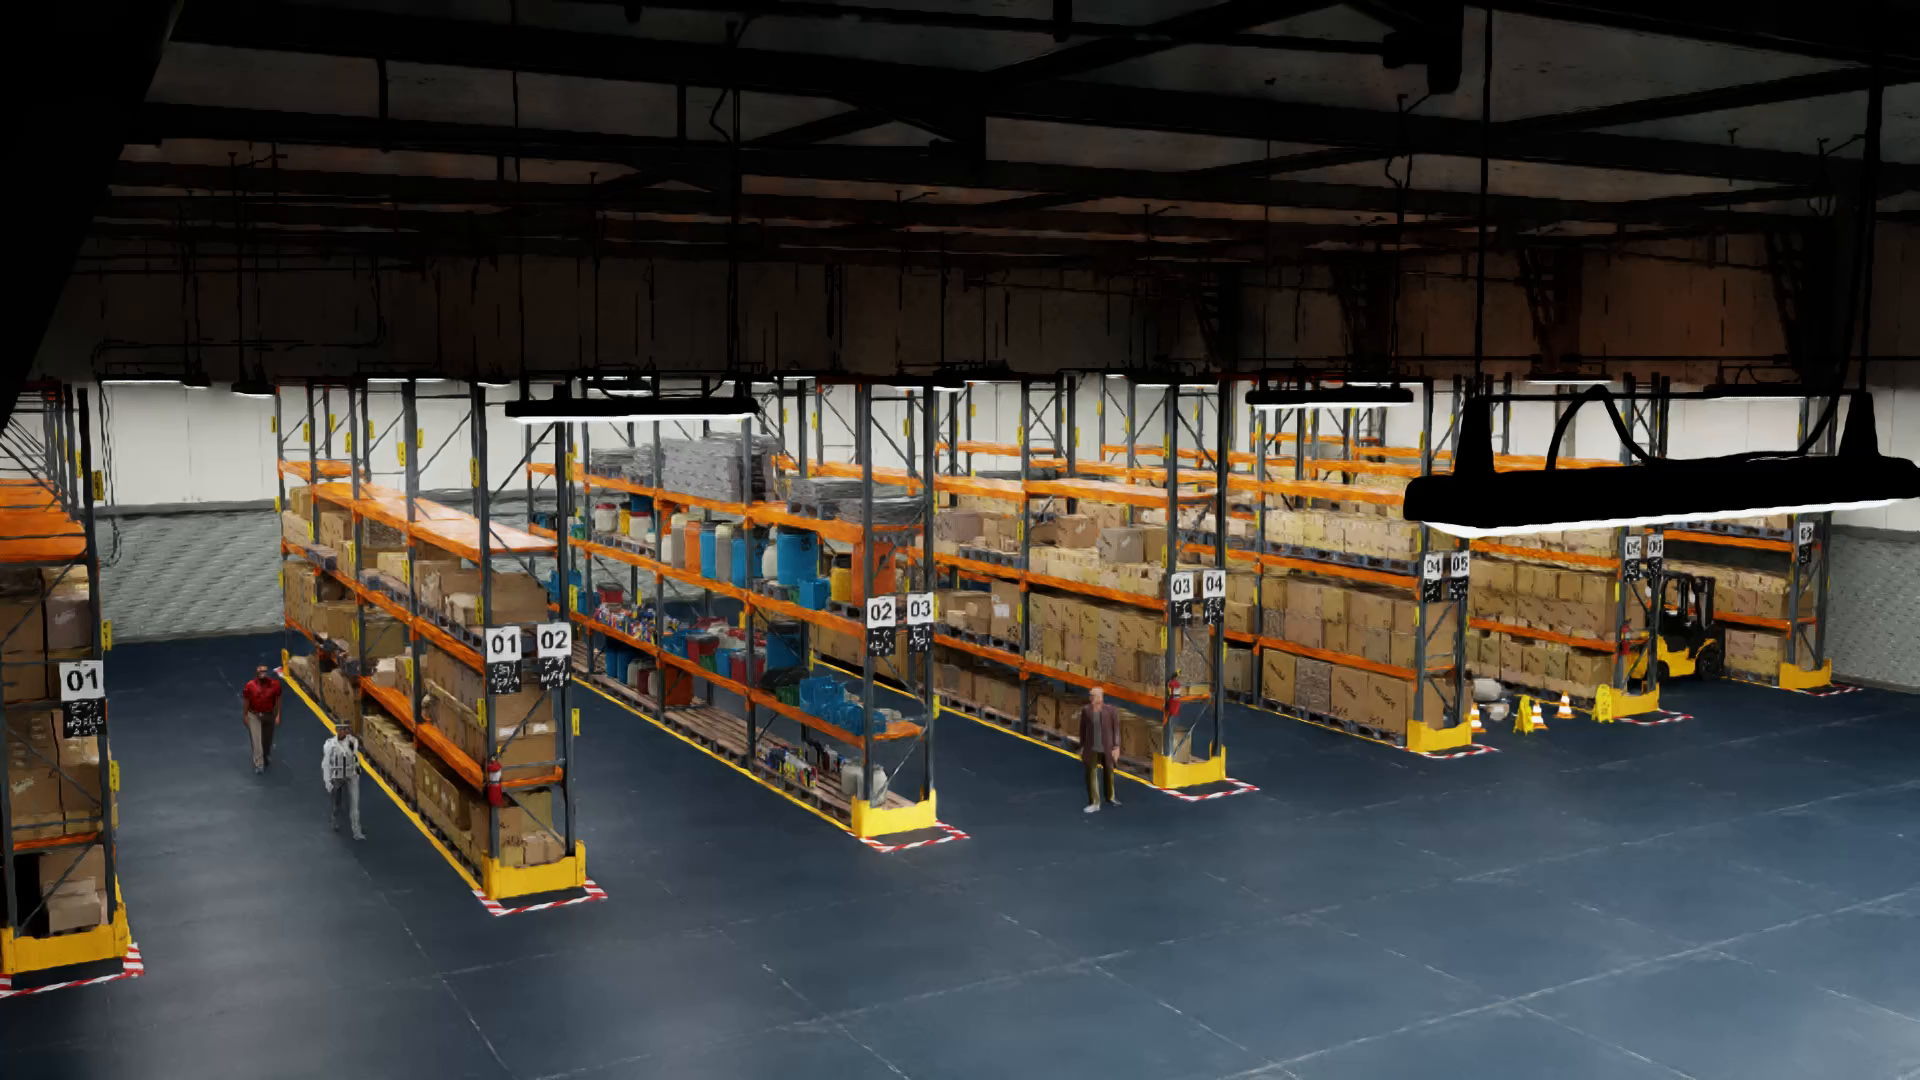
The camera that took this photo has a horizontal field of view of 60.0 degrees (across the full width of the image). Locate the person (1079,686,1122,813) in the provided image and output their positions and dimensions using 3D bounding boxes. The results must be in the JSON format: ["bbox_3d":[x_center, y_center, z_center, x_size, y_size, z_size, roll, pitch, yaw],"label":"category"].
[{"bbox_3d":[1.968,3.003,23.344,0.607,1.576,0.655,2,6,16],"label":"person"}]

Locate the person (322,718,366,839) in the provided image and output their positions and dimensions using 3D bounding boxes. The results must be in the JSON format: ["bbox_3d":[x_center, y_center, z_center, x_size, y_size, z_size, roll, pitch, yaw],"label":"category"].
[{"bbox_3d":[-8.166,3.122,21.985,0.495,1.585,1.086,-3,7,-27],"label":"person"}]

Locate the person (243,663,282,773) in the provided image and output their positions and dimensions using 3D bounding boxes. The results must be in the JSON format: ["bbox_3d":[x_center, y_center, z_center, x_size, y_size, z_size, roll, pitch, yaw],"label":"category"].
[{"bbox_3d":[-10.711,2.699,25.591,0.540,1.646,1.120,-4,7,-32],"label":"person"}]
